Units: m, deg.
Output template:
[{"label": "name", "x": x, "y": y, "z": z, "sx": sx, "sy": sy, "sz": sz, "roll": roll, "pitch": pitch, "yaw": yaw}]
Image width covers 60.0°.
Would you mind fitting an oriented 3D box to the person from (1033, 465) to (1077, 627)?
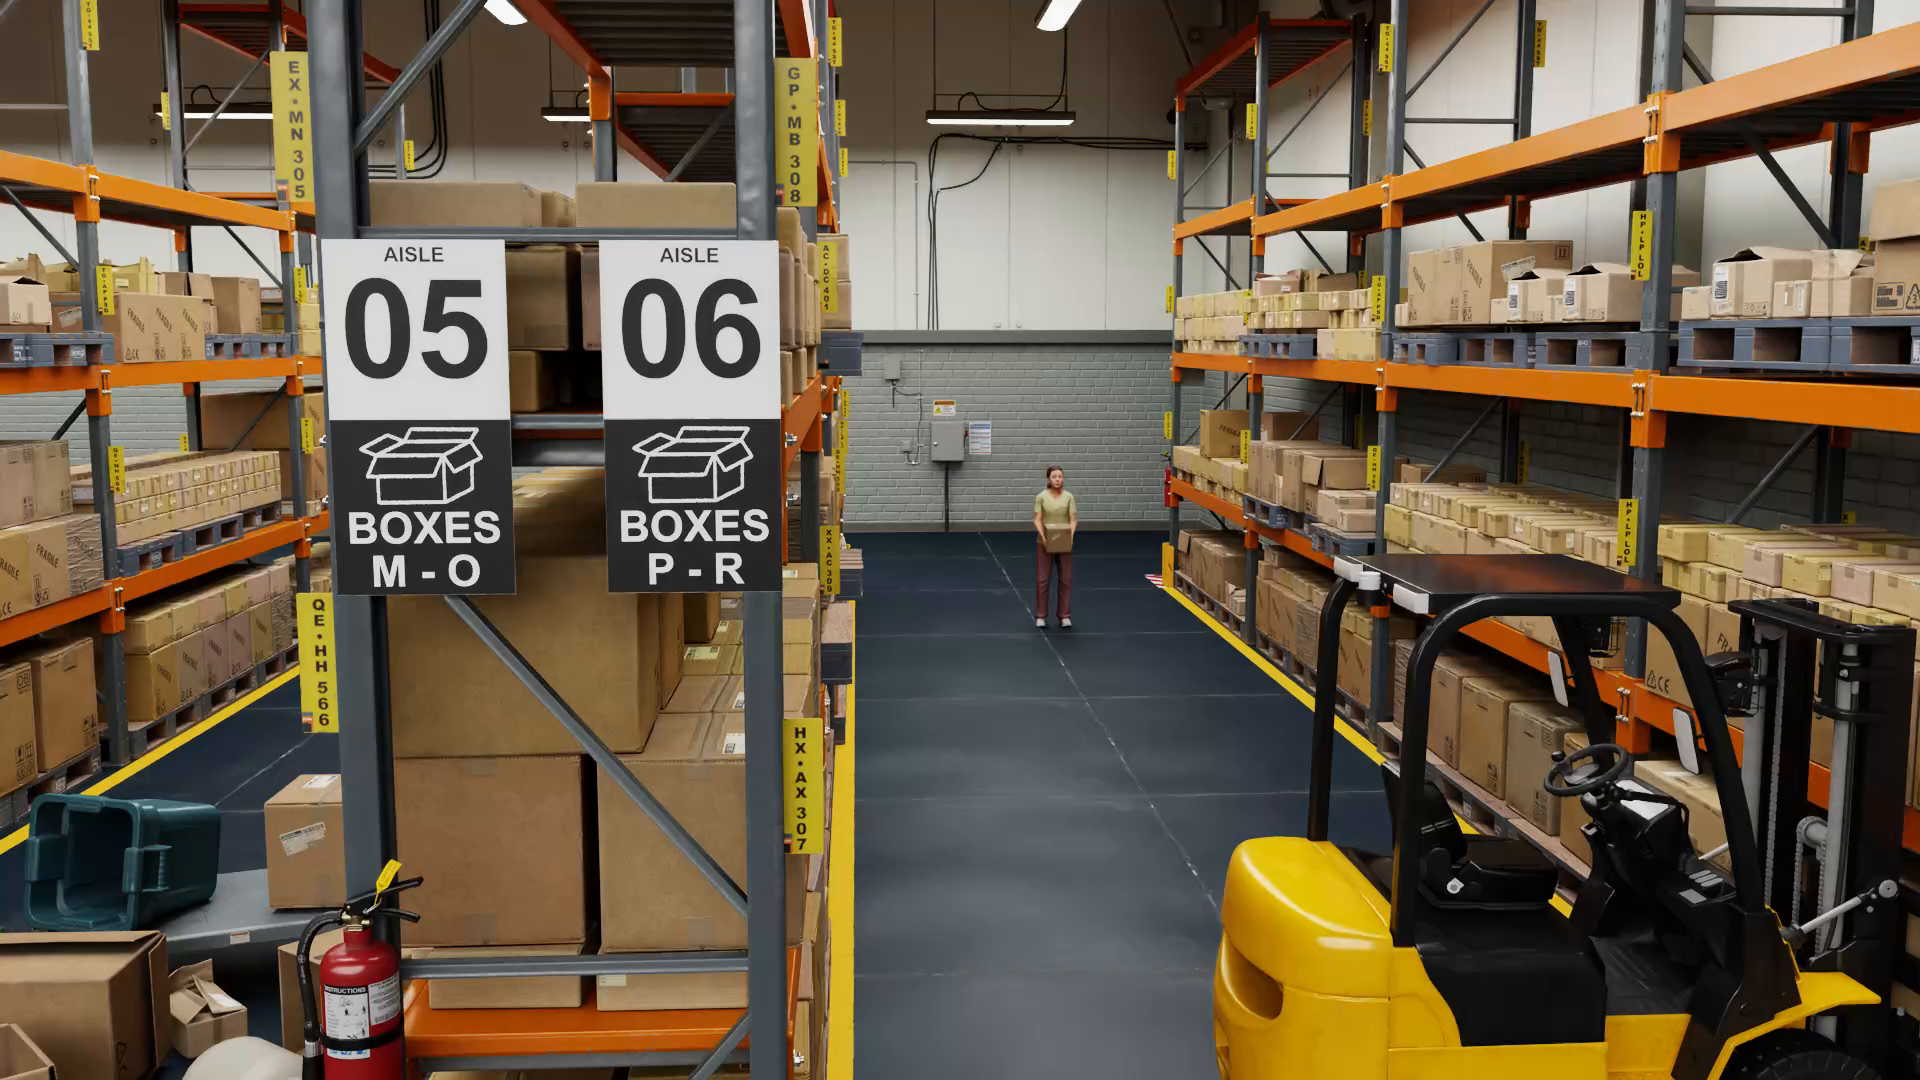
[{"label": "person", "x": 0.989, "y": 0.065, "z": 17.213, "sx": 0.459, "sy": 1.674, "sz": 0.499, "roll": -1, "pitch": 7, "yaw": -4}]
